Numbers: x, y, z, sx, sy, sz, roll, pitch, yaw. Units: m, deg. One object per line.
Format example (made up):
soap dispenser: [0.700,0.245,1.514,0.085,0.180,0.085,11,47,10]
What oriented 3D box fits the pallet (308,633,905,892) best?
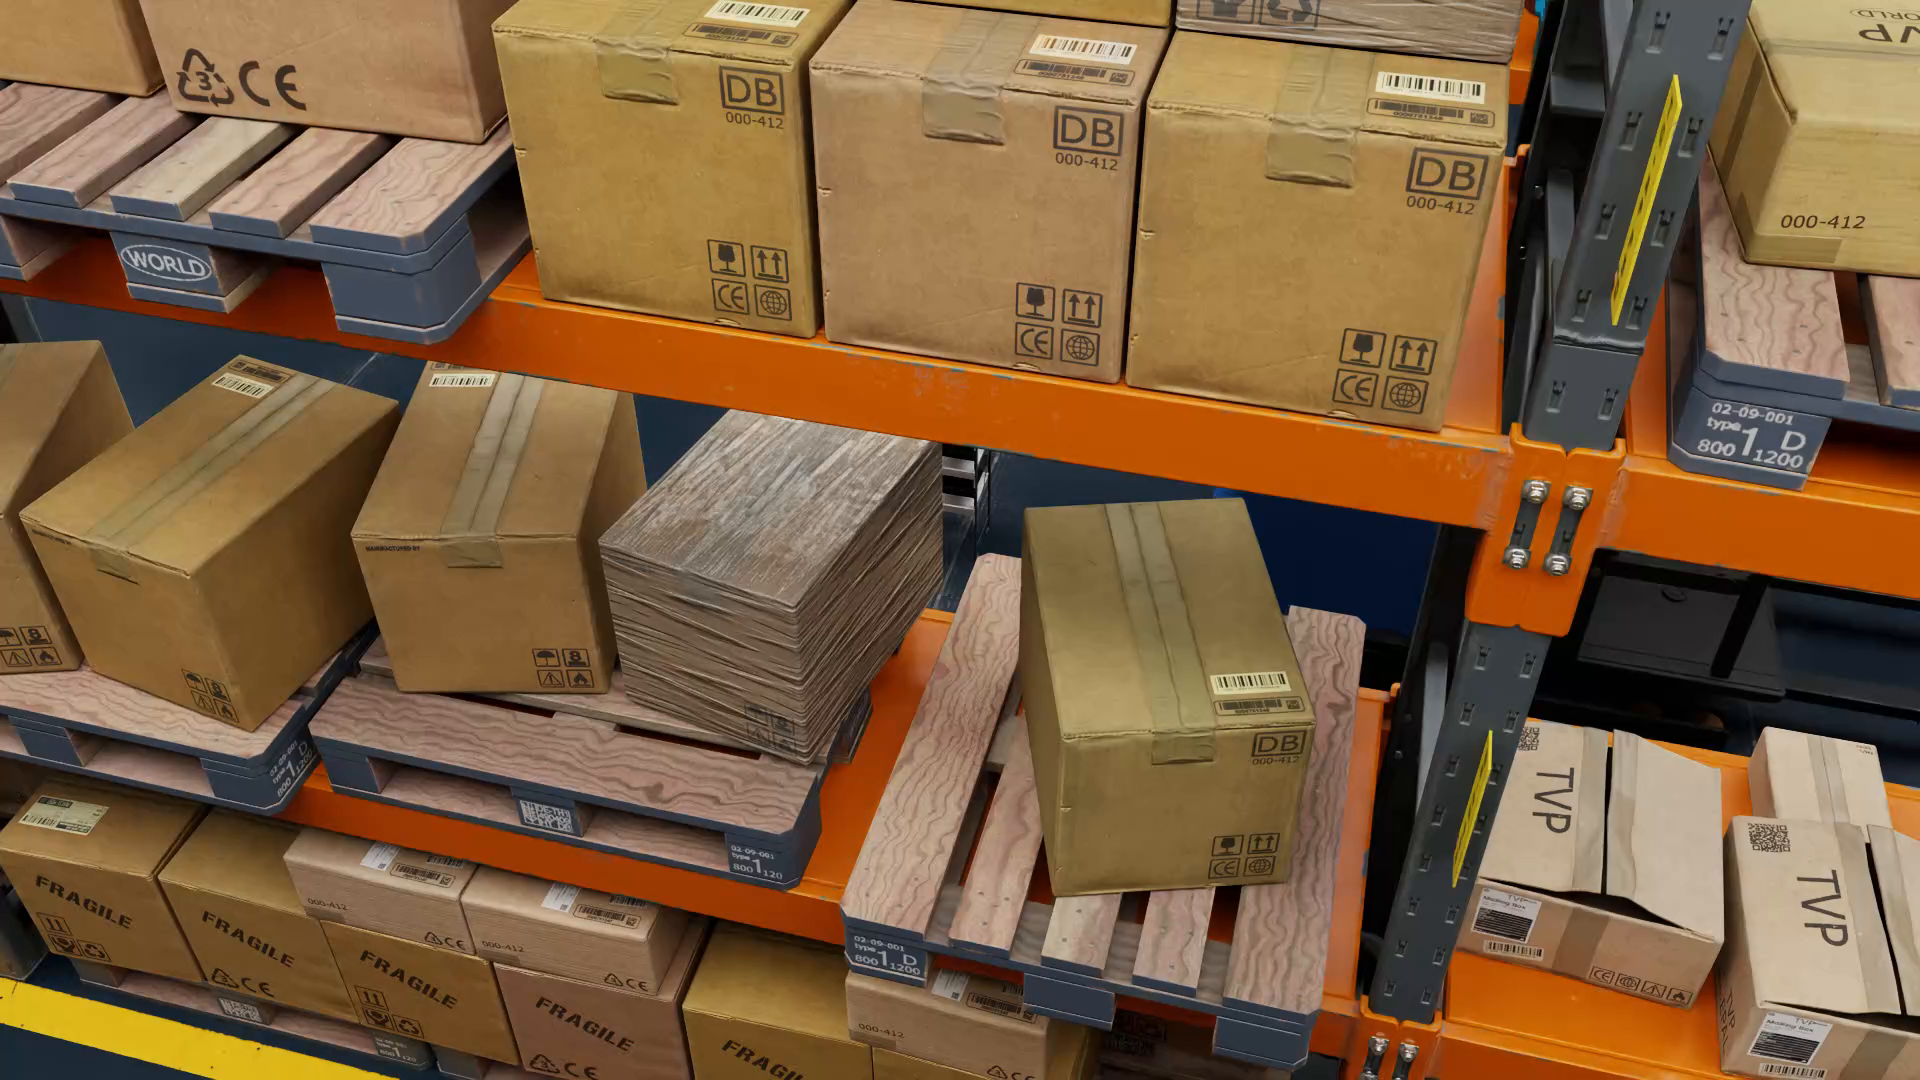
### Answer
pallet: [-0.826,0.314,4.193,1.213,0.211,1.003,10,41,11]

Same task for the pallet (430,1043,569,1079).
pallet: [-0.832,1.277,5.065,1.213,0.211,1.003,10,41,11]

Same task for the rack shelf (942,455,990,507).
rack shelf: [-0.008,-0.252,6.542,0.200,0.077,0.258,10,41,11]

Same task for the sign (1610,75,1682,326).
sign: [0.912,-0.449,2.217,0.005,0.325,0.100,10,41,11]

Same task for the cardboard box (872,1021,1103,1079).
cardboard box: [0.090,1.340,4.423,0.500,0.500,0.500,11,41,13]

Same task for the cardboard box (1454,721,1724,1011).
cardboard box: [1.394,0.683,3.674,0.500,0.311,0.500,12,42,14]

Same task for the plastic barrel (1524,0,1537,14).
plastic barrel: [2.865,-2.679,7.501,0.708,0.536,0.600,10,41,11]

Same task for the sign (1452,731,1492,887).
sign: [0.923,0.487,2.999,0.005,0.325,0.100,10,41,11]

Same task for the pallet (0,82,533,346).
pallet: [-1.195,-0.858,3.253,1.003,0.211,1.213,10,41,11]

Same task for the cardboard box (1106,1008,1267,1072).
cardboard box: [0.688,1.097,4.713,0.500,0.500,0.500,11,41,13]

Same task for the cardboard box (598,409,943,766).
cardboard box: [-0.417,0.057,3.946,0.500,0.500,0.700,17,43,20]

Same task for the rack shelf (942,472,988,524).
rack shelf: [-0.008,-0.183,6.599,0.200,0.077,0.258,10,41,11]

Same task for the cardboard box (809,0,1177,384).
cardboard box: [0.131,-0.762,2.915,0.500,0.500,0.910,10,41,11]

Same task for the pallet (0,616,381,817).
pallet: [-2.066,0.170,4.364,1.213,0.211,1.003,10,41,11]

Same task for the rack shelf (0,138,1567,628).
rack shelf: [-0.878,-0.644,3.412,4.000,0.370,1.077,10,41,11]

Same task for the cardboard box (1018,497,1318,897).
cardboard box: [0.417,0.327,3.623,0.500,0.500,0.700,-3,40,-3]

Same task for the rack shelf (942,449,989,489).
rack shelf: [-0.008,-0.320,6.484,0.200,0.077,0.258,10,41,11]

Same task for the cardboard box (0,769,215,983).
cardboard box: [-2.406,0.917,4.928,0.500,0.500,0.500,8,41,9]

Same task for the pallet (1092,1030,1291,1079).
pallet: [0.343,1.481,4.822,1.213,0.211,1.003,10,41,11]

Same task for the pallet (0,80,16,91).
pallet: [-2.198,-1.028,3.456,1.003,0.211,1.213,10,41,11]

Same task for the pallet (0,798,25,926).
pallet: [-3.473,0.849,5.575,1.213,0.211,1.003,10,41,11]

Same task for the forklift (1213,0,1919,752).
forklift: [2.447,-0.739,5.351,3.031,2.935,1.130,10,41,11]

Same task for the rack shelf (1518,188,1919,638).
rack shelf: [2.986,0.021,2.620,4.000,0.370,1.077,10,41,11]

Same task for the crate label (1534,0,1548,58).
crate label: [2.648,-2.148,7.106,0.416,0.233,0.303,10,41,11]

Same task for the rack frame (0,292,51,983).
rack frame: [-2.810,-0.104,4.541,0.127,3.000,1.000,10,41,11]

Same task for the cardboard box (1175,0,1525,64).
cardboard box: [0.634,-1.085,2.522,0.500,0.500,0.500,10,41,11]

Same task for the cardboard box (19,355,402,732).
cardboard box: [-1.729,-0.010,4.025,0.500,0.500,0.700,16,43,18]

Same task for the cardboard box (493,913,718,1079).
cardboard box: [-0.918,1.171,4.625,0.500,0.500,0.500,8,41,10]

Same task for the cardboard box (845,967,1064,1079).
cardboard box: [0.035,1.046,4.190,0.500,0.250,0.500,11,41,13]

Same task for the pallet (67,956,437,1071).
pallet: [-2.014,1.076,5.305,1.213,0.211,1.003,10,41,11]

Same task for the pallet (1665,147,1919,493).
pallet: [1.733,-0.458,2.777,1.003,0.211,1.213,12,41,13]

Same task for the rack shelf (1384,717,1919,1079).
rack shelf: [2.986,1.169,3.585,4.000,0.370,1.077,10,41,11]

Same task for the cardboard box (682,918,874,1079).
cardboard box: [-0.410,1.254,4.526,0.500,0.500,0.500,8,41,10]

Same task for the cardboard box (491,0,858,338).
cardboard box: [-0.371,-0.849,3.018,0.500,0.500,0.910,10,41,11]

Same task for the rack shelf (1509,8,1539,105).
rack shelf: [4.270,-1.907,7.248,4.000,0.370,1.077,10,41,11]

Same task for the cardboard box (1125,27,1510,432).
cardboard box: [0.624,-0.677,2.814,0.500,0.500,0.910,10,41,11]

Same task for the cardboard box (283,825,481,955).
cardboard box: [-1.440,0.796,4.488,0.500,0.250,0.500,10,41,12]

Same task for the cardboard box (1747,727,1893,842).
cardboard box: [1.994,0.635,3.856,0.250,0.149,0.380,10,41,11]

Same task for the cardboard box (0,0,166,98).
cardboard box: [-1.691,-1.263,3.107,0.600,0.600,0.600,9,41,11]

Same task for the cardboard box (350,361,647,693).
cardboard box: [-1.087,-0.047,4.070,0.500,0.500,0.700,0,40,0]

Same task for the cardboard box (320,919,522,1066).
cardboard box: [-1.407,1.086,4.726,0.500,0.500,0.500,10,41,12]

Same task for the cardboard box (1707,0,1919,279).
cardboard box: [1.507,-0.650,2.650,0.500,0.250,0.500,7,41,8]

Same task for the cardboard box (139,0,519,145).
cardboard box: [-1.053,-1.140,2.961,0.600,0.600,0.600,8,41,10]

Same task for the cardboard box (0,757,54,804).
cardboard box: [-3.159,0.553,5.507,0.500,0.311,0.500,10,41,11]

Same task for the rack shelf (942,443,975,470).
rack shelf: [-0.008,-0.389,6.426,0.200,0.077,0.258,10,41,11]

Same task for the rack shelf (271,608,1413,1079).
rack shelf: [-0.878,0.504,4.377,4.000,0.370,1.077,10,41,11]

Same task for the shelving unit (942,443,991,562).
shelving unit: [-0.008,-0.346,6.462,0.210,0.900,0.258,10,41,11]

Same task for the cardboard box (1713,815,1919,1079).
cardboard box: [1.868,0.864,3.458,0.500,0.311,0.500,9,41,11]

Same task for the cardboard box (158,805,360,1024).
cardboard box: [-1.887,0.999,4.830,0.500,0.500,0.500,10,41,12]

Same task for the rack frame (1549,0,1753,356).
rack frame: [1.054,-1.736,1.820,0.127,3.000,1.000,10,41,11]

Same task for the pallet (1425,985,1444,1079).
pallet: [1.839,1.790,4.454,1.213,0.211,1.003,10,41,11]

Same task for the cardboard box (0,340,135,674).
cardboard box: [-2.410,-0.085,4.115,0.500,0.500,0.700,-3,40,-3]

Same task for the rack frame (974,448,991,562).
rack frame: [0.090,-0.329,6.442,0.006,0.900,0.240,10,41,11]

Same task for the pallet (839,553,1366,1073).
pallet: [0.381,0.566,3.893,1.003,0.211,1.213,10,41,11]

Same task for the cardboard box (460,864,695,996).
cardboard box: [-0.955,0.879,4.390,0.500,0.250,0.500,9,41,11]

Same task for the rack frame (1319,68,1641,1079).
rack frame: [1.054,0.561,3.749,0.127,3.000,1.000,10,41,11]

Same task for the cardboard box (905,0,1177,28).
cardboard box: [0.142,-1.170,2.623,0.500,0.500,0.500,10,41,11]
